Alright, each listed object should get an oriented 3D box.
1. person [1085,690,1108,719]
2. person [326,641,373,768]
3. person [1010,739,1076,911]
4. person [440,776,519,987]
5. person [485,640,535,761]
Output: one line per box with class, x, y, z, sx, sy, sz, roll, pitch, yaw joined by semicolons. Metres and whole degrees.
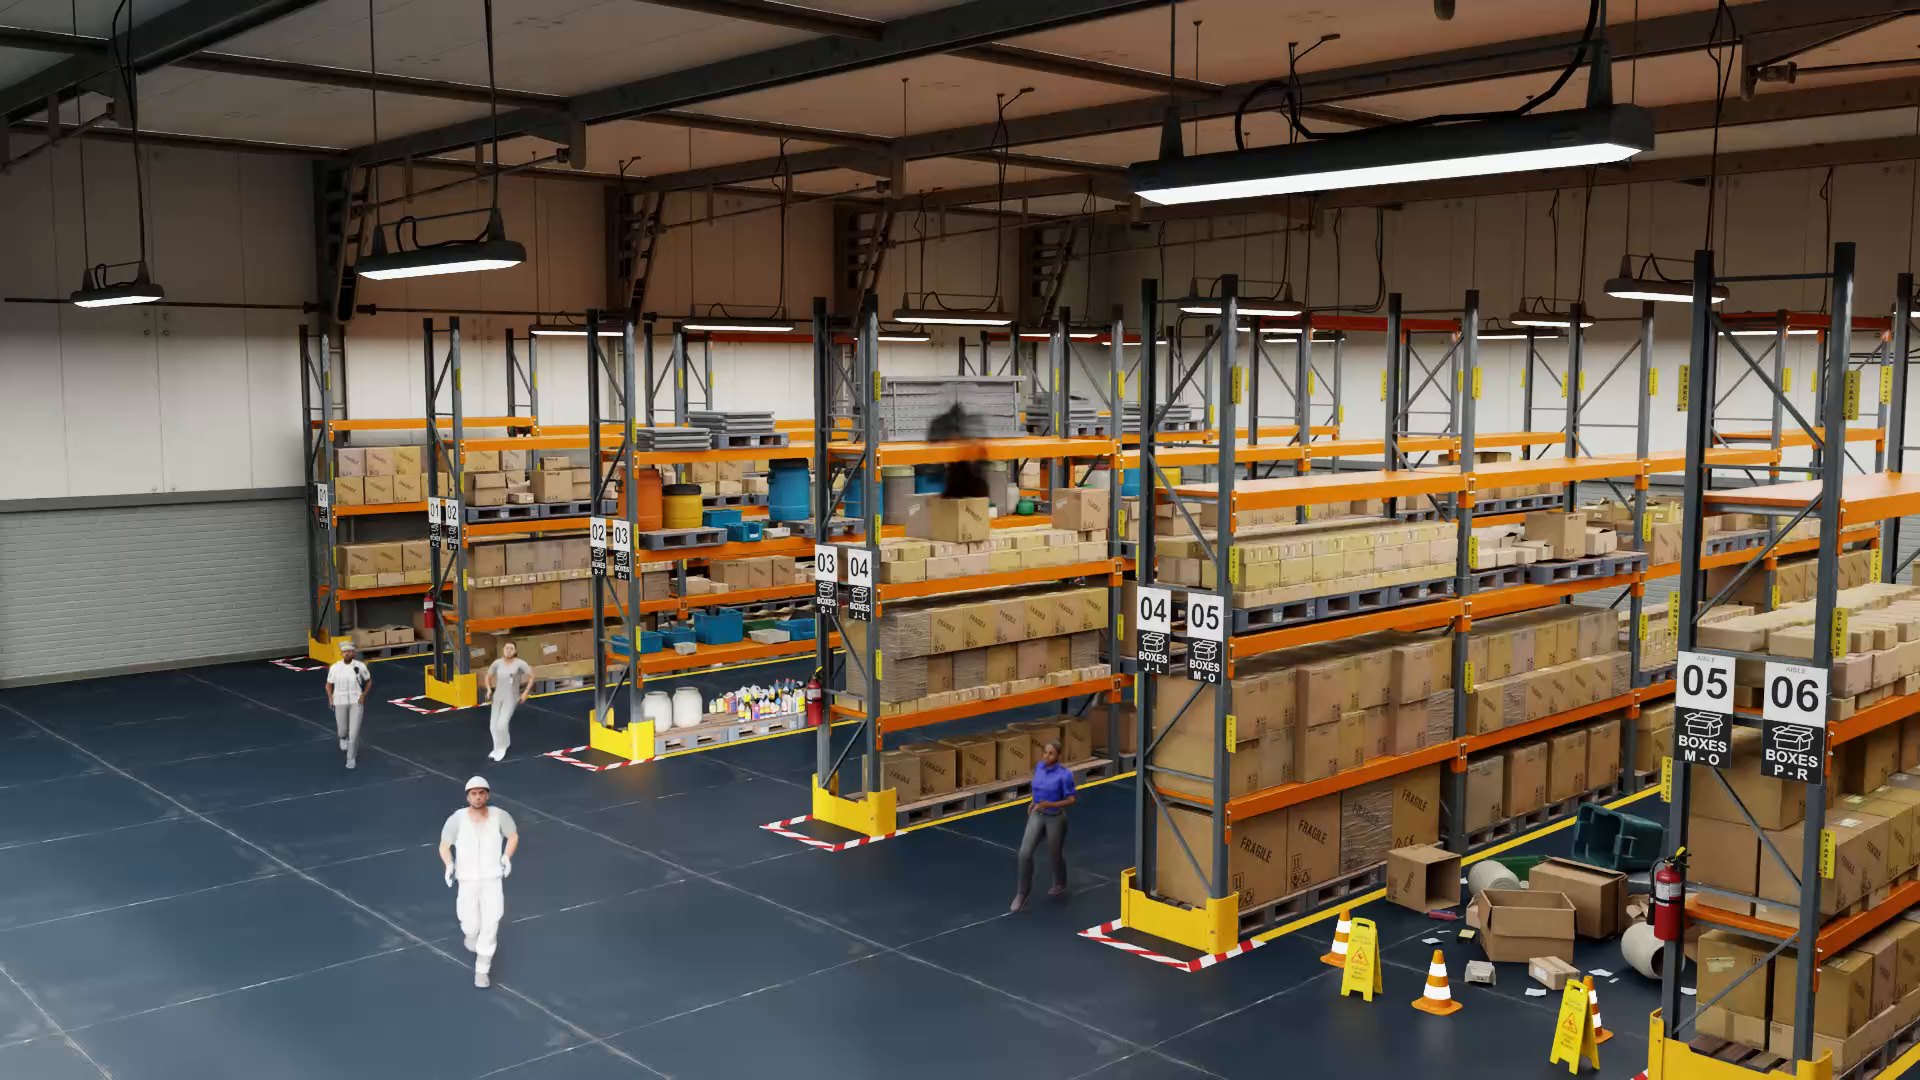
person;2.109;1.760;25.060;0.659;1.740;0.966;4;7;36
person;-8.055;2.140;21.951;0.583;1.664;0.593;-2;6;-18
person;0.876;2.748;16.076;0.595;1.694;0.734;3;7;30
person;-4.089;2.871;14.193;0.656;1.749;0.704;-2;6;-19
person;-6.009;2.123;22.071;0.624;1.618;0.613;1;6;7
